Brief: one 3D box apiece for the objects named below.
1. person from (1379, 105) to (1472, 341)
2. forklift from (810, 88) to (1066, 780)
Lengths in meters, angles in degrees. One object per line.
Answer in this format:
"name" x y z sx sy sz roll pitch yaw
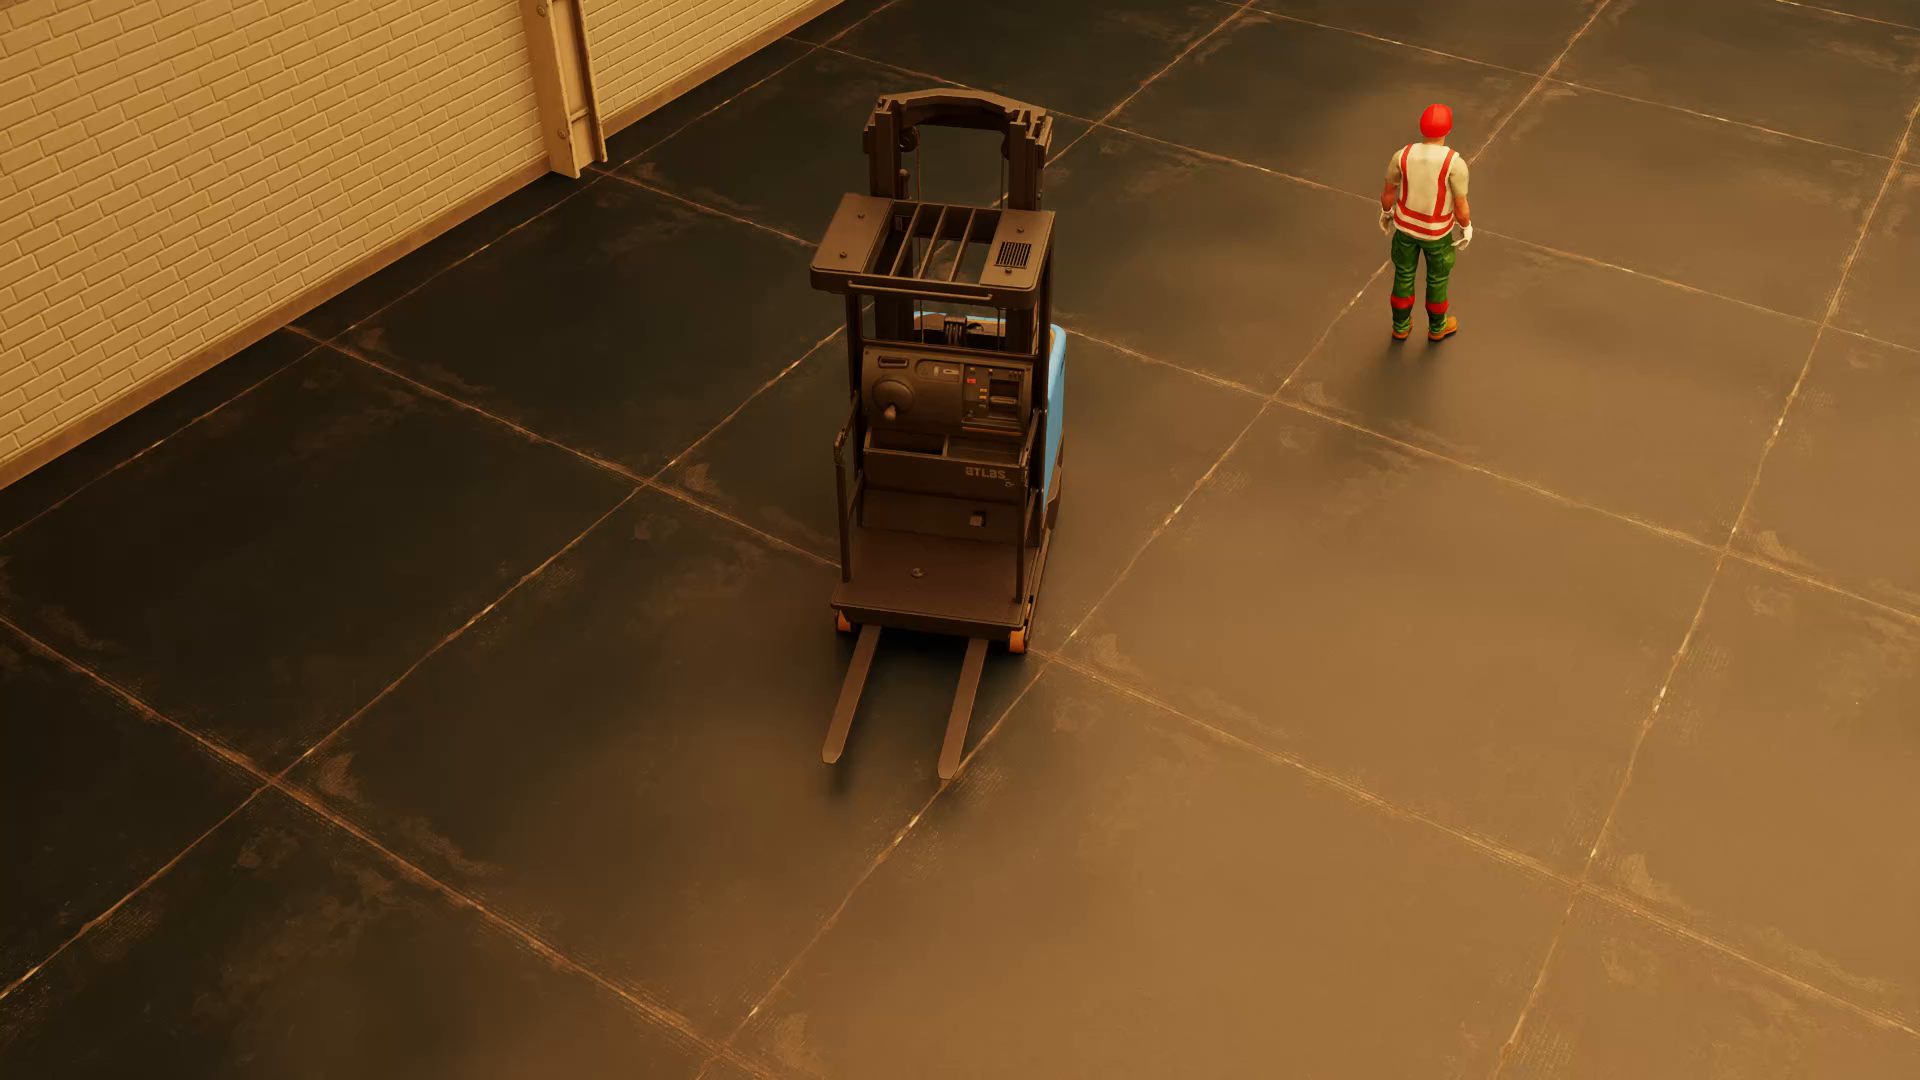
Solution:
"person" 3.217 -2.187 11.424 0.638 1.782 0.565 22 45 24
"forklift" -0.108 -0.731 8.830 1.130 2.935 3.031 7 41 8
